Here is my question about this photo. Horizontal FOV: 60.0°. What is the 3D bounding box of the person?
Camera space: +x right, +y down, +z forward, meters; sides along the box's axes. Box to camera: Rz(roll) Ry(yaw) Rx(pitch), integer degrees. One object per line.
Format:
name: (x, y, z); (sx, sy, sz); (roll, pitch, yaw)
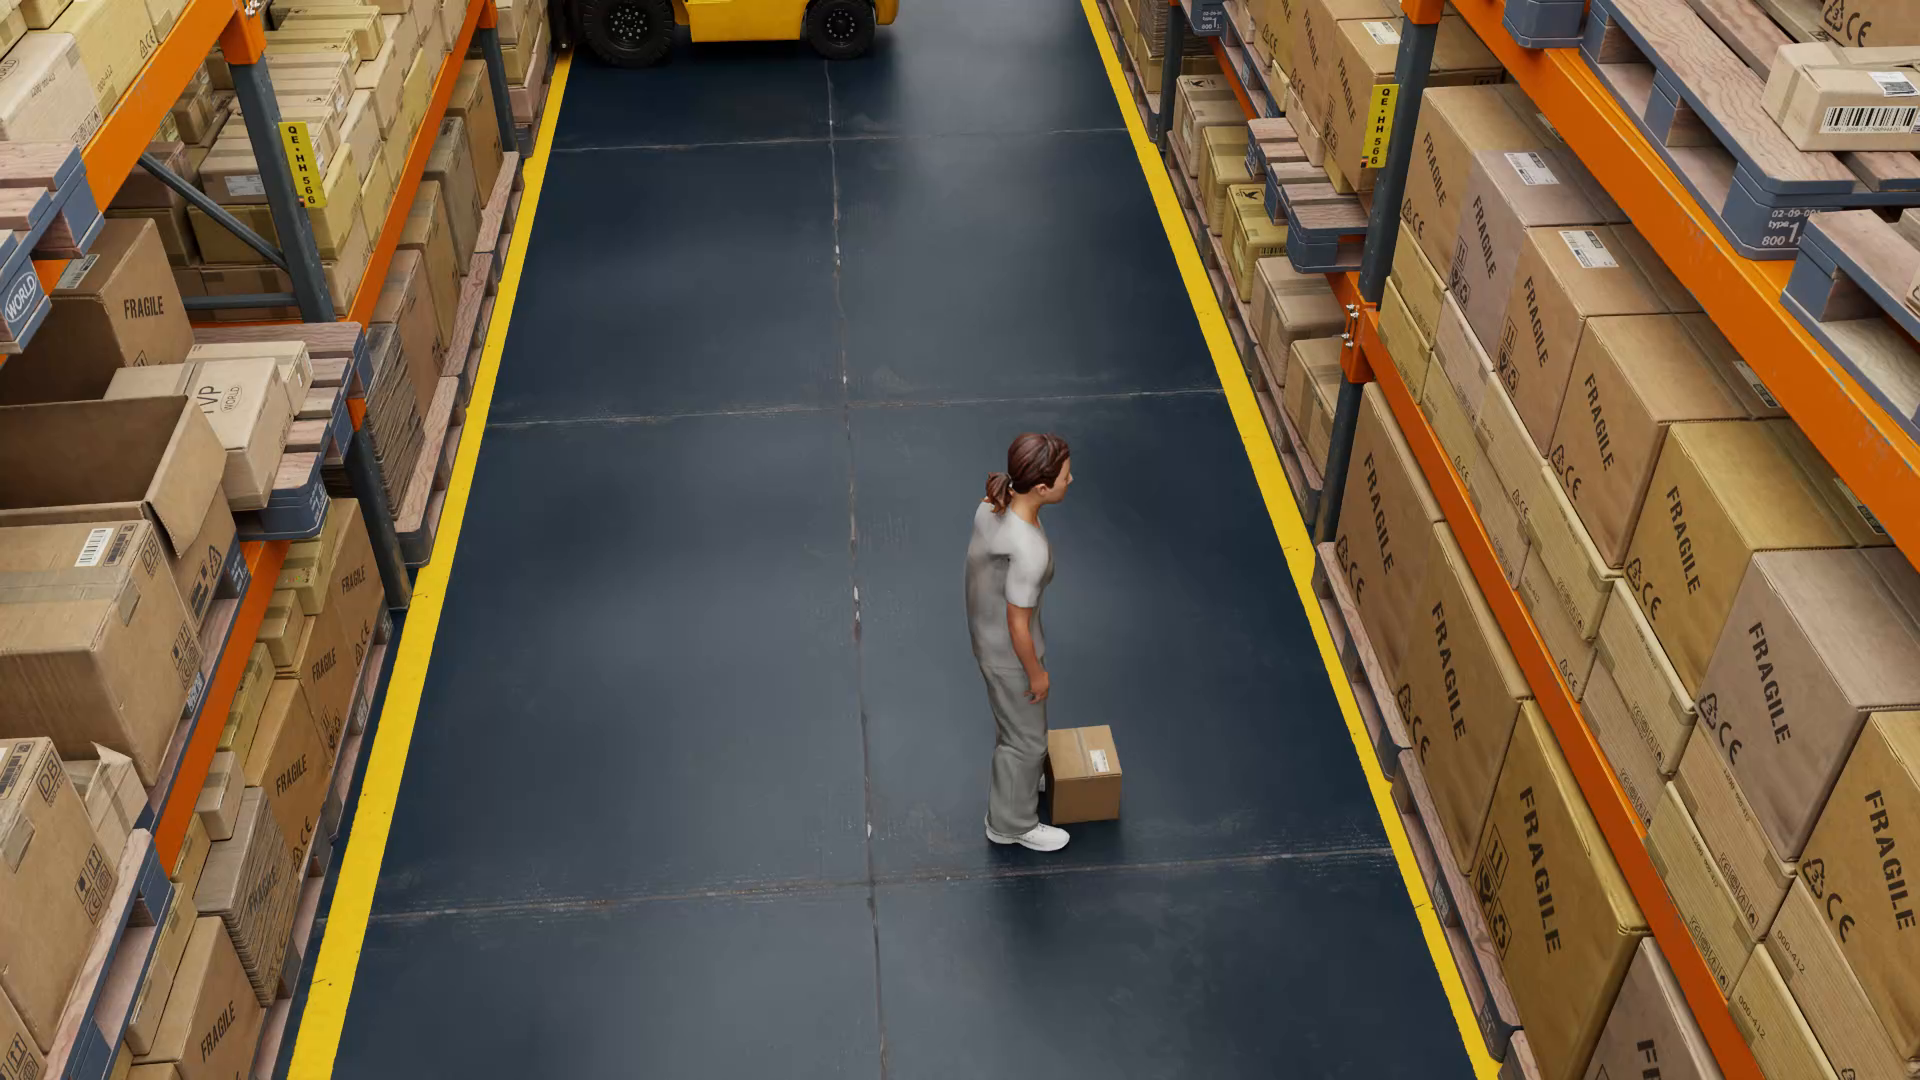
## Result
person: (0.231, 0.344, 5.736); (0.417, 1.671, 0.511); (-5, 40, -7)
